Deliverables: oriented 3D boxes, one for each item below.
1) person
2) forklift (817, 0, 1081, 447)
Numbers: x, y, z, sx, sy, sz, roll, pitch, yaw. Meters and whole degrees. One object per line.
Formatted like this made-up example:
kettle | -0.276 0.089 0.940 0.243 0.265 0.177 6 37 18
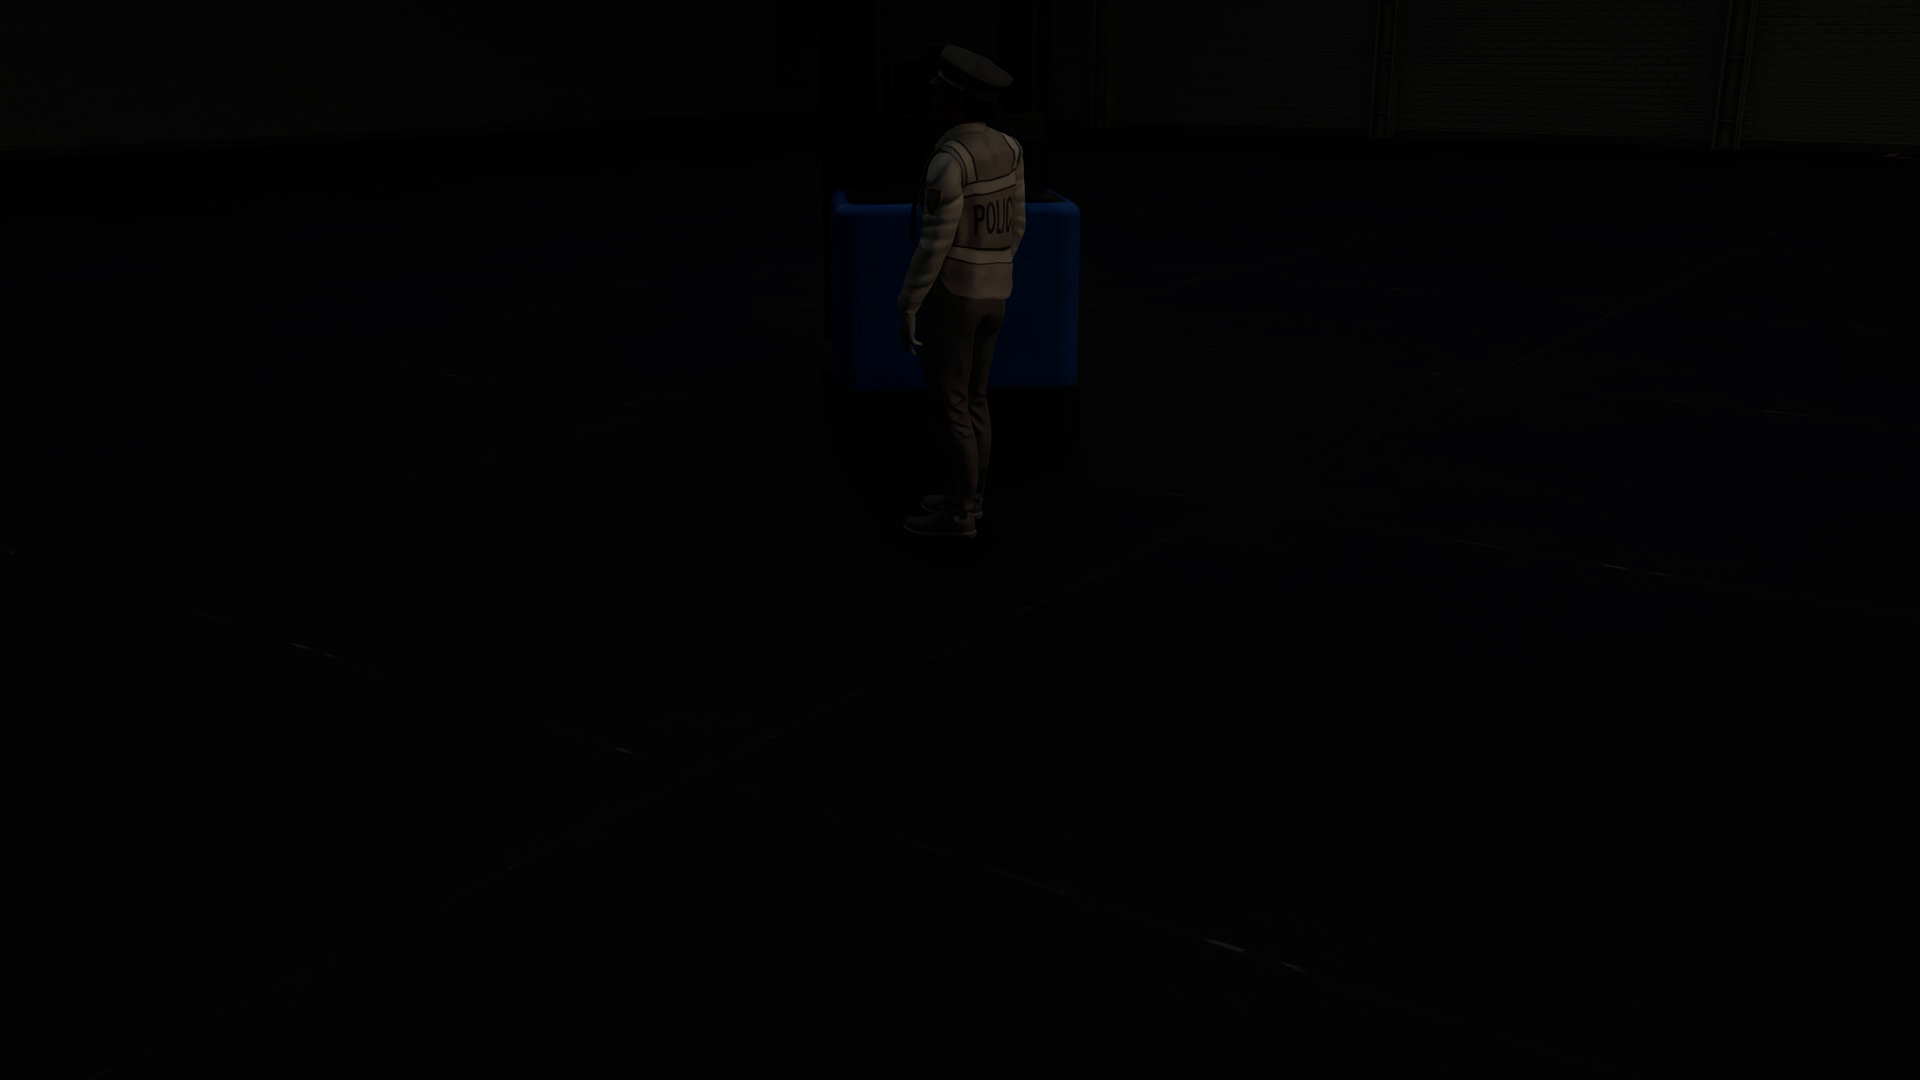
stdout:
person | -0.052 -0.832 5.746 0.532 1.694 0.586 11 20 33
forklift | -0.143 -2.168 8.083 1.130 2.935 3.031 -2 17 -5
